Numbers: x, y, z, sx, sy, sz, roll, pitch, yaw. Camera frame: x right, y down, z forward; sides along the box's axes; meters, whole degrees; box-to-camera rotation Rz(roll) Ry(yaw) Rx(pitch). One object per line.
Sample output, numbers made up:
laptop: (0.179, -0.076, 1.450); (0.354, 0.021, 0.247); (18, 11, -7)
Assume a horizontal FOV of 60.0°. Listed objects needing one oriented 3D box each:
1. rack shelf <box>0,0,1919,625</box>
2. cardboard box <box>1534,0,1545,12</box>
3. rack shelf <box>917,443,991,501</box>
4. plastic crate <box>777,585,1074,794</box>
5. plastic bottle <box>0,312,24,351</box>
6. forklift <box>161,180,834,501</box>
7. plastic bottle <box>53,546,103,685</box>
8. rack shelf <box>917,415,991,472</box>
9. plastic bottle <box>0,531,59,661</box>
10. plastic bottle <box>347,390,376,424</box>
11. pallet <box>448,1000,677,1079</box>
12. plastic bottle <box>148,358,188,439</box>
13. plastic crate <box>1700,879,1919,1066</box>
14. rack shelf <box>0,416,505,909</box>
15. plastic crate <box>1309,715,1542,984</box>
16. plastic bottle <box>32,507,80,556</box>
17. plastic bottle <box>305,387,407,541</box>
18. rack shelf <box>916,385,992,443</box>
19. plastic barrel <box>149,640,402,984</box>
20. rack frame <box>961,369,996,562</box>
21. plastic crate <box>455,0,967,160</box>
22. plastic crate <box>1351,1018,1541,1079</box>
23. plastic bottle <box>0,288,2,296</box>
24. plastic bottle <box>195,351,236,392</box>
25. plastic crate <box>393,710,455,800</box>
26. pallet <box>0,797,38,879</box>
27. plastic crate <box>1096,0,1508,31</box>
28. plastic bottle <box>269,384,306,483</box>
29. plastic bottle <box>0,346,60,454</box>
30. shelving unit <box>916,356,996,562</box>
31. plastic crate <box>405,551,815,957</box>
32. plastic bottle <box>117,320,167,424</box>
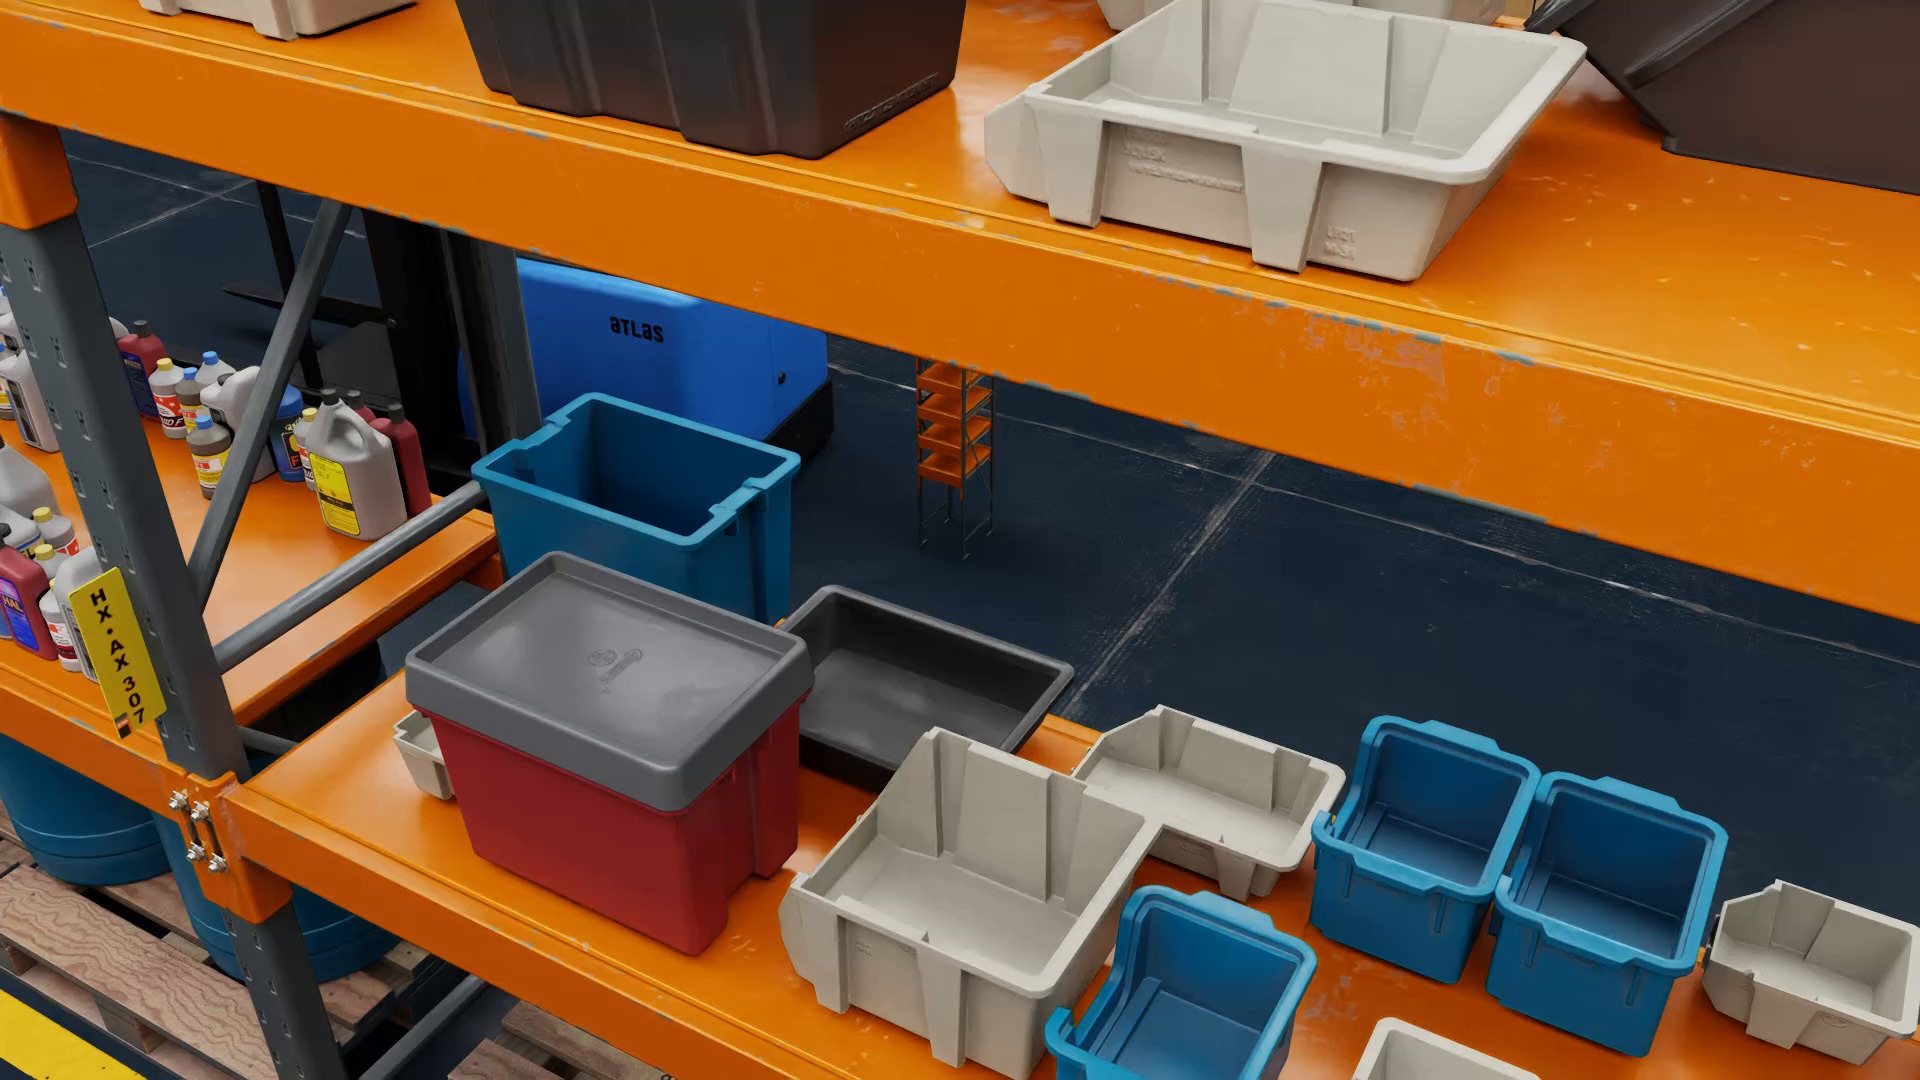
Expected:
rack shelf: (0.502, -0.342, 2.000); (4.000, 0.370, 1.077); (18, 37, 24)
cardboard box: (2.413, -1.818, 6.184); (0.500, 0.500, 0.500); (17, 37, 24)
rack shelf: (-0.013, -0.267, 6.081); (0.180, 0.103, 0.258); (18, 37, 24)
plastic crate: (-0.130, 0.325, 3.250); (0.590, 0.125, 0.437); (18, 37, 24)
plastic bottle: (-2.453, -0.520, 4.437); (0.135, 0.276, 0.152); (18, 37, 24)
forklift: (-2.081, -1.713, 6.177); (3.031, 2.935, 1.130); (13, 36, 19)
plastic bottle: (-1.737, 0.156, 3.422); (0.135, 0.276, 0.152); (18, 37, 24)
rack shelf: (-0.013, -0.367, 6.015); (0.180, 0.103, 0.258); (18, 37, 24)
plastic bottle: (-1.961, 0.111, 3.482); (0.133, 0.283, 0.061); (18, 37, 24)
plastic bottle: (-1.457, -0.237, 4.005); (0.133, 0.283, 0.061); (18, 37, 24)
pallet: (-0.577, 1.401, 3.955); (1.213, 0.211, 1.003); (18, 37, 24)
plastic bottle: (-2.021, -0.370, 4.279); (0.097, 0.201, 0.097); (0, 34, 0)
plastic crate: (1.361, 0.701, 2.675); (0.298, 0.136, 0.250); (18, 37, 24)
rack shelf: (-2.971, -0.194, 4.484); (4.000, 0.370, 1.077); (18, 37, 24)
plastic crate: (0.783, 0.531, 2.844); (0.300, 0.233, 0.416); (18, 37, 24)
plastic bottle: (-2.009, 0.021, 3.691); (0.097, 0.201, 0.097); (0, 34, 0)
plastic bottle: (-1.415, -0.186, 3.868); (0.185, 0.351, 0.144); (18, 37, 24)
rack shelf: (-0.013, -0.466, 5.948); (0.180, 0.103, 0.258); (18, 37, 24)
plastic barrel: (-1.699, 0.598, 4.160); (0.708, 0.901, 0.600); (18, 37, 24)
rack frame: (0.067, -0.478, 5.886); (0.006, 1.200, 0.240); (18, 37, 24)
plastic crate: (-0.292, -0.664, 1.952); (0.590, 0.269, 0.497); (18, 37, 24)
plastic crate: (0.676, 0.881, 2.405); (0.250, 0.136, 0.298); (18, 37, 24)
plastic bottle: (-2.624, -0.590, 4.546); (0.097, 0.271, 0.097); (0, 34, 0)
plastic bottle: (-1.852, -0.346, 4.179); (0.097, 0.271, 0.097); (0, 34, 0)
plastic crate: (-0.901, 0.339, 3.219); (0.243, 0.136, 0.396); (18, 37, 24)
pallet: (-2.947, 0.650, 5.083); (1.213, 0.211, 1.003); (18, 37, 24)
plastic crate: (0.467, -0.800, 2.146); (0.530, 0.282, 0.437); (18, 37, 24)
plastic bottle: (-1.651, -0.282, 4.083); (0.097, 0.271, 0.097); (0, 34, 0)
plastic bottle: (-2.327, -0.383, 4.231); (0.135, 0.276, 0.152); (18, 37, 24)
shelving unit: (-0.013, -0.503, 5.923); (0.189, 1.200, 0.258); (18, 37, 24)
plastic crate: (-0.584, 0.372, 2.874); (0.583, 0.464, 0.402); (18, 37, 24)
plastic bottle: (-2.112, -0.445, 4.317); (0.133, 0.283, 0.061); (18, 37, 24)
